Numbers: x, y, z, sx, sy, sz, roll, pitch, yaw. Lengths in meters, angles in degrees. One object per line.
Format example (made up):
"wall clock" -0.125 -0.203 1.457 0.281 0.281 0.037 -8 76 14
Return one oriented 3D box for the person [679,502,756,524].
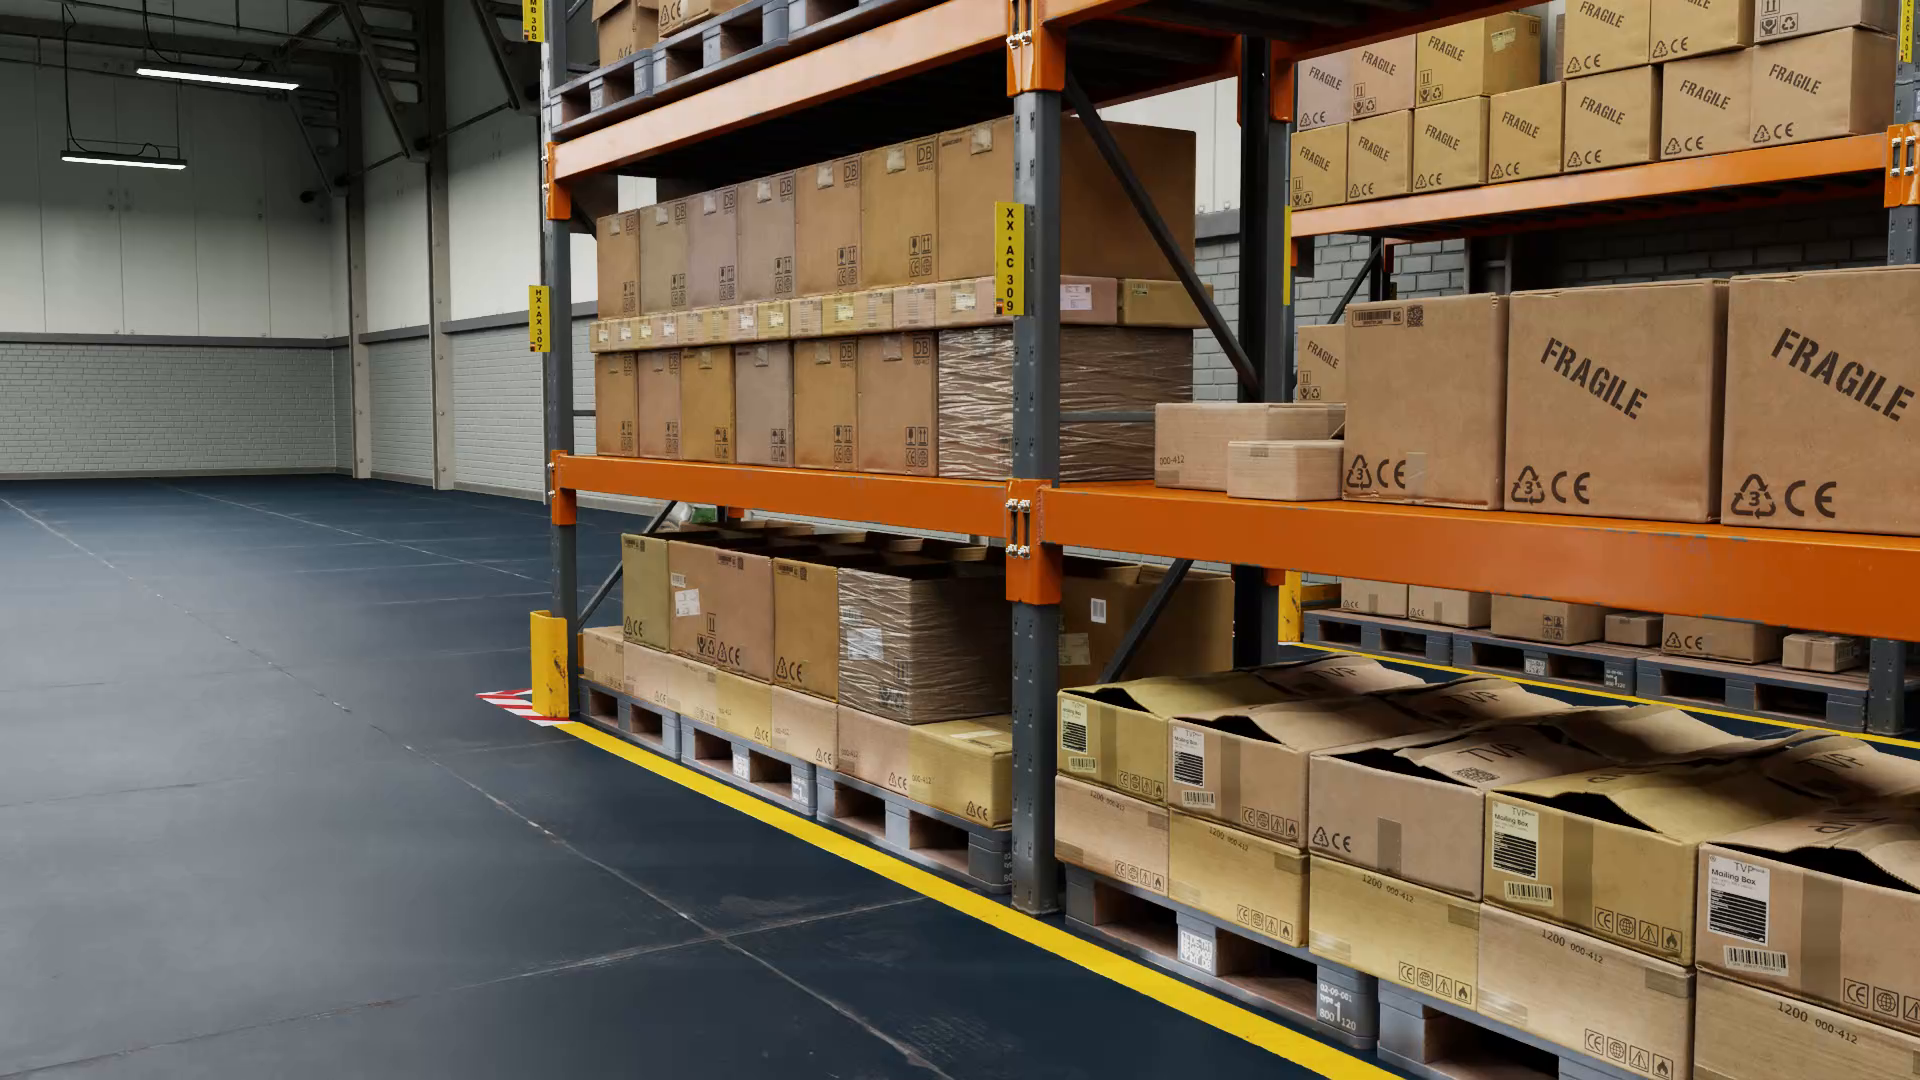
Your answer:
"person" -1.459 -0.145 9.985 0.600 1.778 0.451 4 6 42
